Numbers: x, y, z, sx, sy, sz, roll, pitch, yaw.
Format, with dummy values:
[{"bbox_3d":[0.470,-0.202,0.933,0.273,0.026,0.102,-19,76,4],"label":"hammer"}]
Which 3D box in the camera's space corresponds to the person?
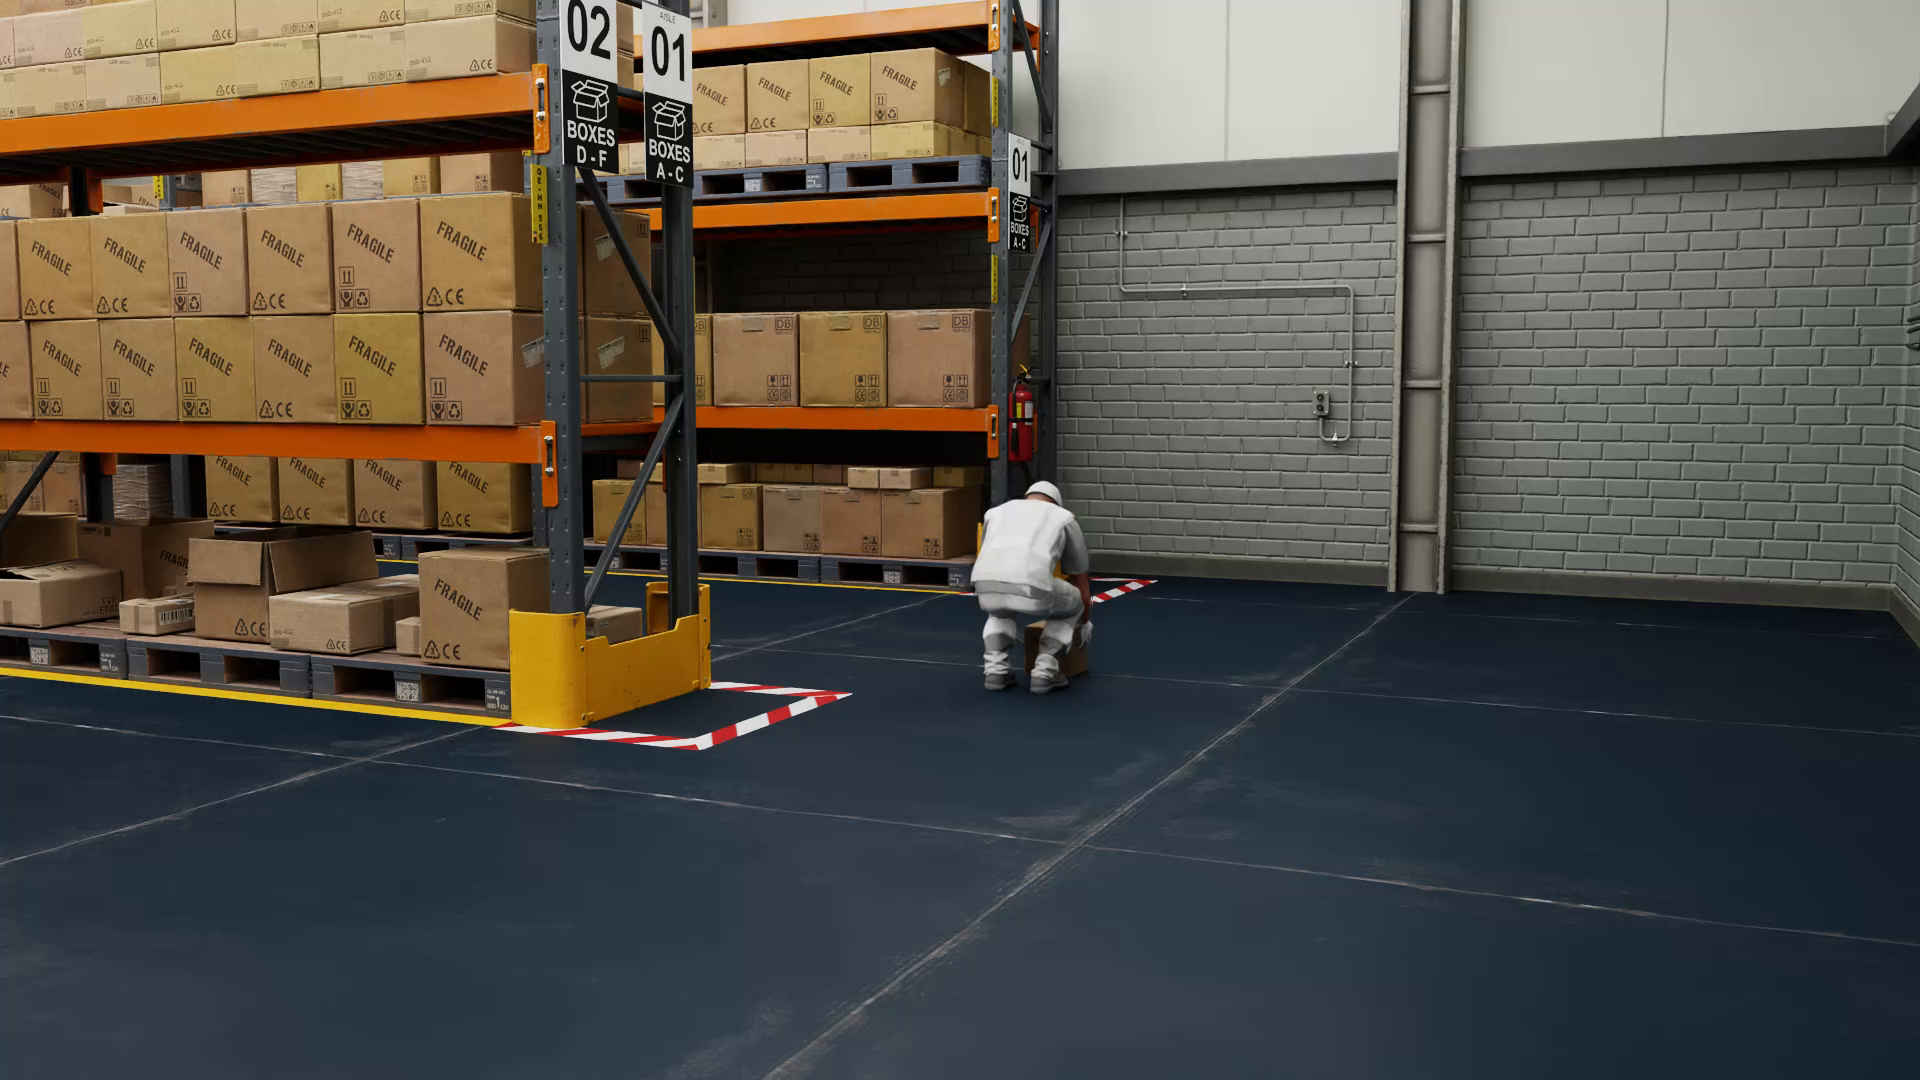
[{"bbox_3d":[0.326,0.222,8.218,0.574,0.994,0.877,2,6,23],"label":"person"}]
